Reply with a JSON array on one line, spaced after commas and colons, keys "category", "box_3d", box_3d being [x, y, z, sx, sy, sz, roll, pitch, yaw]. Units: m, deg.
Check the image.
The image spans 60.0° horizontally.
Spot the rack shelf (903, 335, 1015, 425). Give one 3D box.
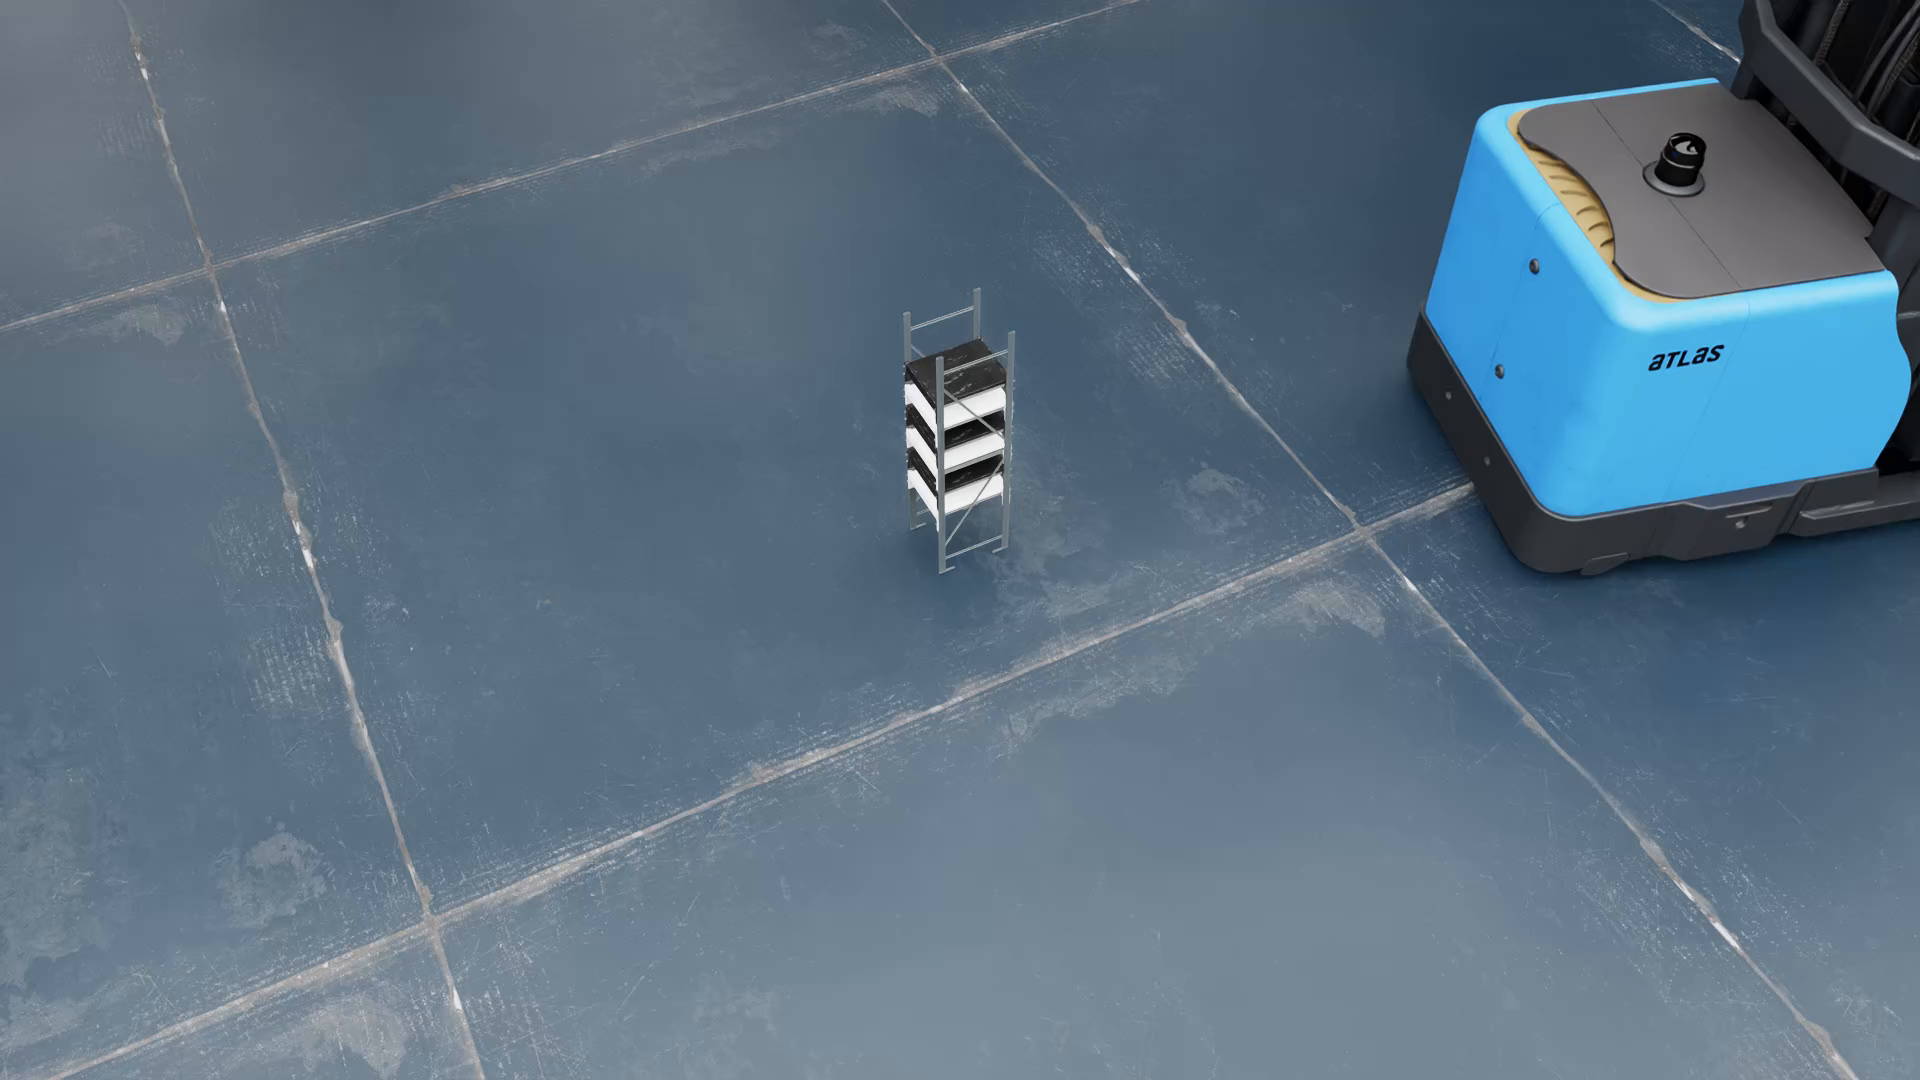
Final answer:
[{"category": "rack shelf", "box_3d": [-0.004, -0.458, 4.738, 0.258, 0.077, 0.200, -21, 52, -18]}]

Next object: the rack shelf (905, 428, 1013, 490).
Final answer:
[{"category": "rack shelf", "box_3d": [-0.004, -0.280, 4.941, 0.258, 0.077, 0.200, -21, 52, -18]}]

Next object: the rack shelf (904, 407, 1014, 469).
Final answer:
[{"category": "rack shelf", "box_3d": [-0.004, -0.339, 4.873, 0.258, 0.077, 0.200, -21, 52, -18]}]

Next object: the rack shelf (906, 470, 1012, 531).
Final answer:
[{"category": "rack shelf", "box_3d": [-0.004, -0.161, 5.077, 0.258, 0.077, 0.200, -21, 52, -18]}]

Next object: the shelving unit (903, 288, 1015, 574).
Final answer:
[{"category": "shelving unit", "box_3d": [-0.004, -0.302, 4.916, 0.258, 0.900, 0.210, -21, 52, -18]}]

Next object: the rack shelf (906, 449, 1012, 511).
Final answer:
[{"category": "rack shelf", "box_3d": [-0.004, -0.221, 5.009, 0.258, 0.077, 0.200, -21, 52, -18]}]

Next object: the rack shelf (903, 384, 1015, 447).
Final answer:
[{"category": "rack shelf", "box_3d": [-0.004, -0.398, 4.806, 0.258, 0.077, 0.200, -21, 52, -18]}]

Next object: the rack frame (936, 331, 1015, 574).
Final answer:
[{"category": "rack frame", "box_3d": [0.043, -0.234, 4.857, 0.240, 0.900, 0.006, -21, 52, -18]}]

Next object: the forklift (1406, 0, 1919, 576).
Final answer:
[{"category": "forklift", "box_3d": [3.095, -1.427, 4.551, 3.031, 2.935, 1.130, -9, 49, -8]}]

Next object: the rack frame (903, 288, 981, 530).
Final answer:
[{"category": "rack frame", "box_3d": [-0.050, -0.370, 4.976, 0.240, 0.900, 0.006, -21, 52, -18]}]
